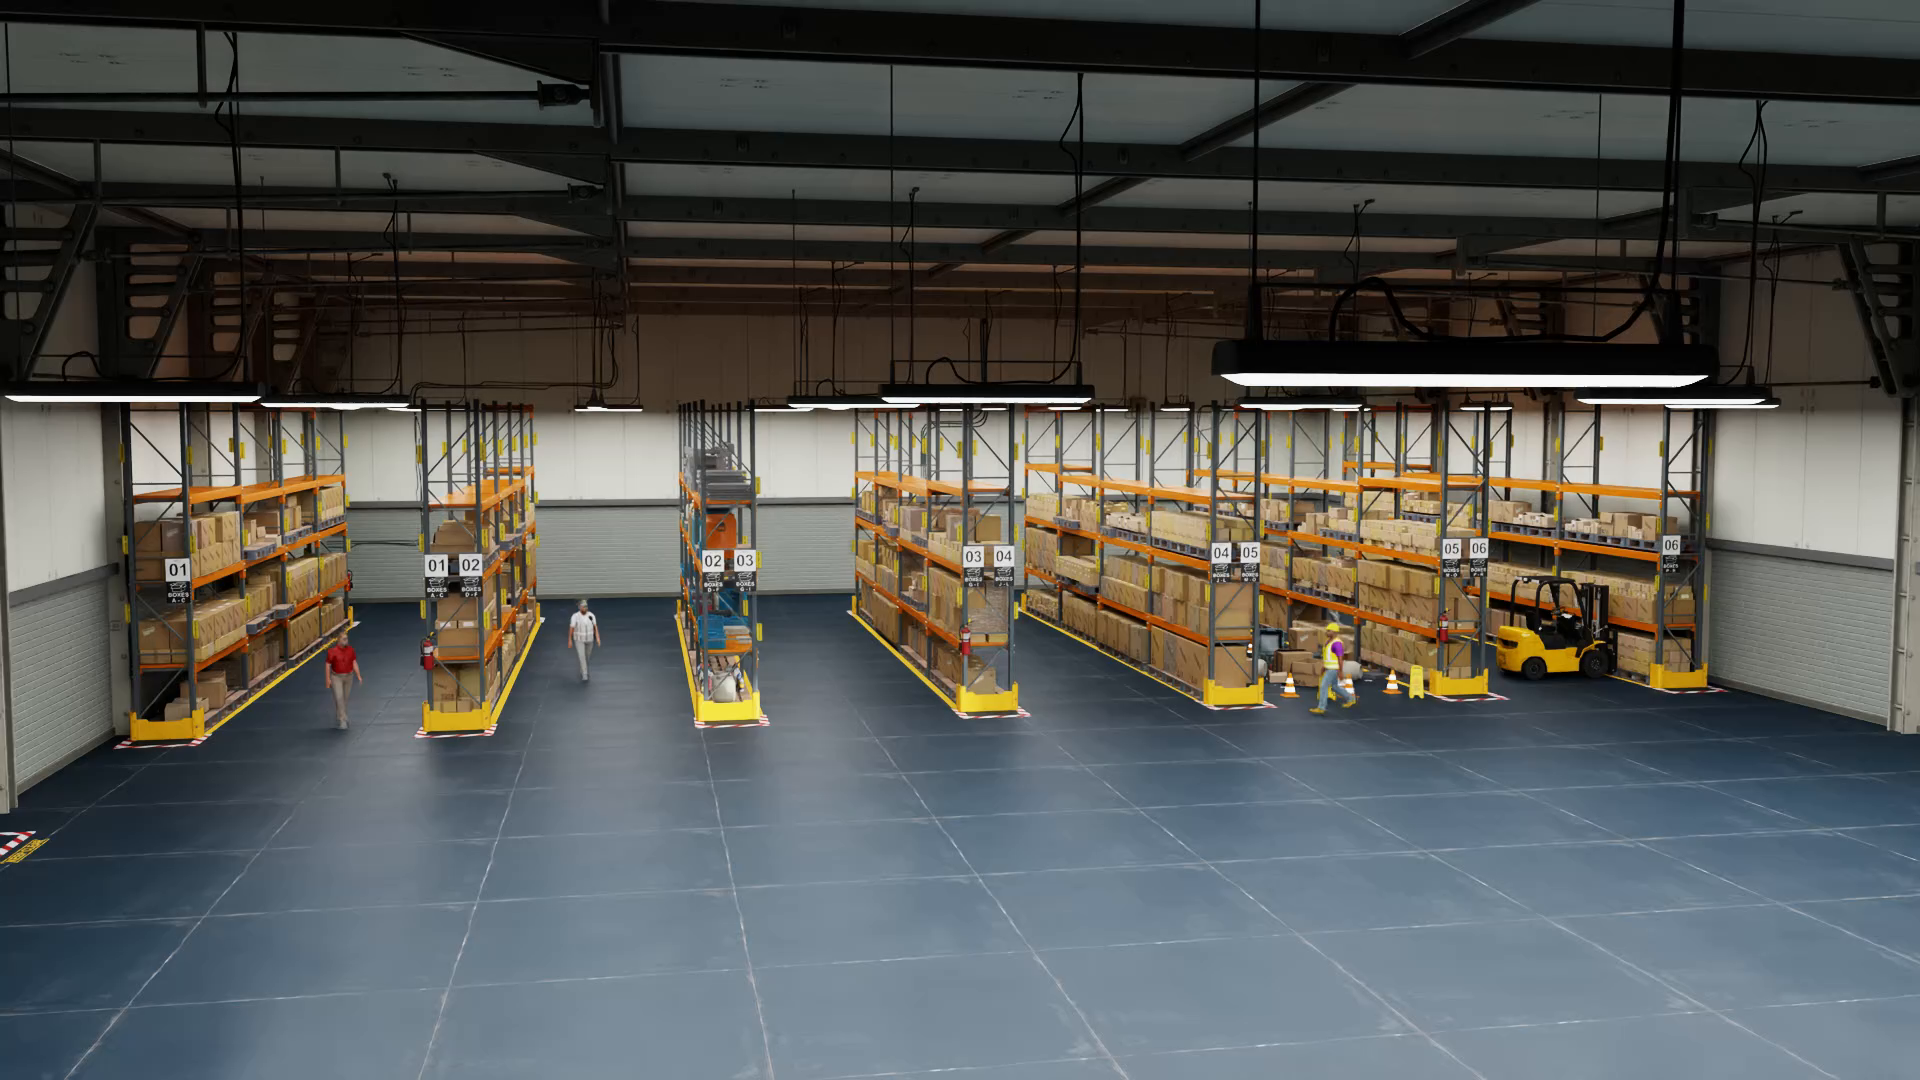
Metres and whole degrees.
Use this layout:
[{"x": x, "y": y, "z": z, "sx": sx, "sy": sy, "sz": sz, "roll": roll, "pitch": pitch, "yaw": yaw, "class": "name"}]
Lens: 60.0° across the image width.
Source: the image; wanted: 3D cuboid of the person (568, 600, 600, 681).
[{"x": -8.097, "y": 2.135, "z": 35.842, "sx": 0.630, "sy": 1.701, "sz": 1.054, "roll": -2, "pitch": 5, "yaw": -29, "class": "person"}]

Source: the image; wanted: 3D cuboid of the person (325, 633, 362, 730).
[{"x": -11.370, "y": 2.569, "z": 30.626, "sx": 0.609, "sy": 1.727, "sz": 0.945, "roll": -4, "pitch": 6, "yaw": -42, "class": "person"}]

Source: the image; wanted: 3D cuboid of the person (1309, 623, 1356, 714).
[{"x": 7.160, "y": 2.455, "z": 31.841, "sx": 1.019, "sy": 1.731, "sz": 0.570, "roll": -1, "pitch": 4, "yaw": -10, "class": "person"}]

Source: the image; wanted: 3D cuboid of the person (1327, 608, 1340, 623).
[{"x": 10.033, "y": 1.564, "z": 44.310, "sx": 0.553, "sy": 1.652, "sz": 0.581, "roll": -3, "pitch": 5, "yaw": -35, "class": "person"}]
